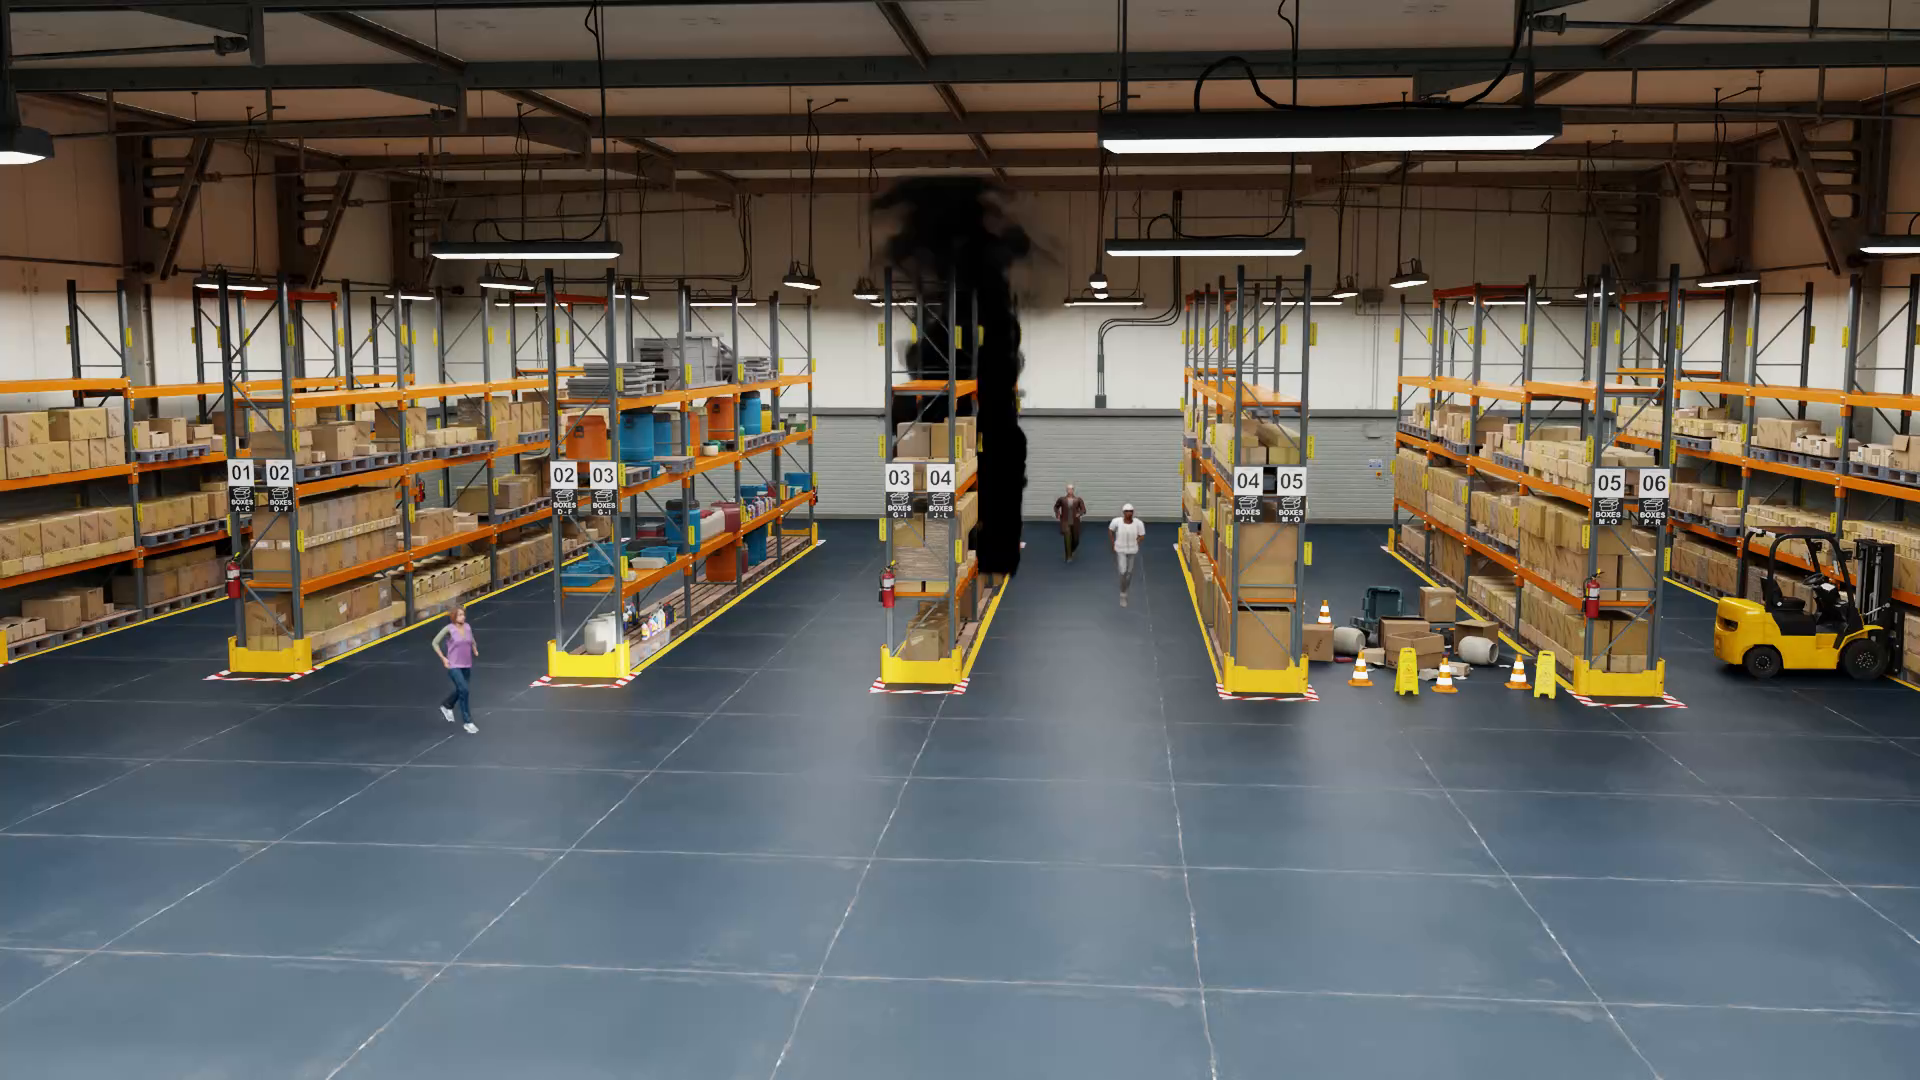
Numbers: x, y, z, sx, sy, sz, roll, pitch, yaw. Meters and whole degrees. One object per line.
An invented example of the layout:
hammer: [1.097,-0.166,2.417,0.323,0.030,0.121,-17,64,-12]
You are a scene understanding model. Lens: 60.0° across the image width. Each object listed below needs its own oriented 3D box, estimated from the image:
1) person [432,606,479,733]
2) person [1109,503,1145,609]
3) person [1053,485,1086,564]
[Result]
person: [-6.443,1.635,21.297,0.783,1.605,0.541,5,8,34]
person: [3.003,0.265,29.765,0.606,1.868,0.815,-1,7,-8]
person: [2.446,-0.343,37.092,0.719,1.700,0.884,0,7,-1]
